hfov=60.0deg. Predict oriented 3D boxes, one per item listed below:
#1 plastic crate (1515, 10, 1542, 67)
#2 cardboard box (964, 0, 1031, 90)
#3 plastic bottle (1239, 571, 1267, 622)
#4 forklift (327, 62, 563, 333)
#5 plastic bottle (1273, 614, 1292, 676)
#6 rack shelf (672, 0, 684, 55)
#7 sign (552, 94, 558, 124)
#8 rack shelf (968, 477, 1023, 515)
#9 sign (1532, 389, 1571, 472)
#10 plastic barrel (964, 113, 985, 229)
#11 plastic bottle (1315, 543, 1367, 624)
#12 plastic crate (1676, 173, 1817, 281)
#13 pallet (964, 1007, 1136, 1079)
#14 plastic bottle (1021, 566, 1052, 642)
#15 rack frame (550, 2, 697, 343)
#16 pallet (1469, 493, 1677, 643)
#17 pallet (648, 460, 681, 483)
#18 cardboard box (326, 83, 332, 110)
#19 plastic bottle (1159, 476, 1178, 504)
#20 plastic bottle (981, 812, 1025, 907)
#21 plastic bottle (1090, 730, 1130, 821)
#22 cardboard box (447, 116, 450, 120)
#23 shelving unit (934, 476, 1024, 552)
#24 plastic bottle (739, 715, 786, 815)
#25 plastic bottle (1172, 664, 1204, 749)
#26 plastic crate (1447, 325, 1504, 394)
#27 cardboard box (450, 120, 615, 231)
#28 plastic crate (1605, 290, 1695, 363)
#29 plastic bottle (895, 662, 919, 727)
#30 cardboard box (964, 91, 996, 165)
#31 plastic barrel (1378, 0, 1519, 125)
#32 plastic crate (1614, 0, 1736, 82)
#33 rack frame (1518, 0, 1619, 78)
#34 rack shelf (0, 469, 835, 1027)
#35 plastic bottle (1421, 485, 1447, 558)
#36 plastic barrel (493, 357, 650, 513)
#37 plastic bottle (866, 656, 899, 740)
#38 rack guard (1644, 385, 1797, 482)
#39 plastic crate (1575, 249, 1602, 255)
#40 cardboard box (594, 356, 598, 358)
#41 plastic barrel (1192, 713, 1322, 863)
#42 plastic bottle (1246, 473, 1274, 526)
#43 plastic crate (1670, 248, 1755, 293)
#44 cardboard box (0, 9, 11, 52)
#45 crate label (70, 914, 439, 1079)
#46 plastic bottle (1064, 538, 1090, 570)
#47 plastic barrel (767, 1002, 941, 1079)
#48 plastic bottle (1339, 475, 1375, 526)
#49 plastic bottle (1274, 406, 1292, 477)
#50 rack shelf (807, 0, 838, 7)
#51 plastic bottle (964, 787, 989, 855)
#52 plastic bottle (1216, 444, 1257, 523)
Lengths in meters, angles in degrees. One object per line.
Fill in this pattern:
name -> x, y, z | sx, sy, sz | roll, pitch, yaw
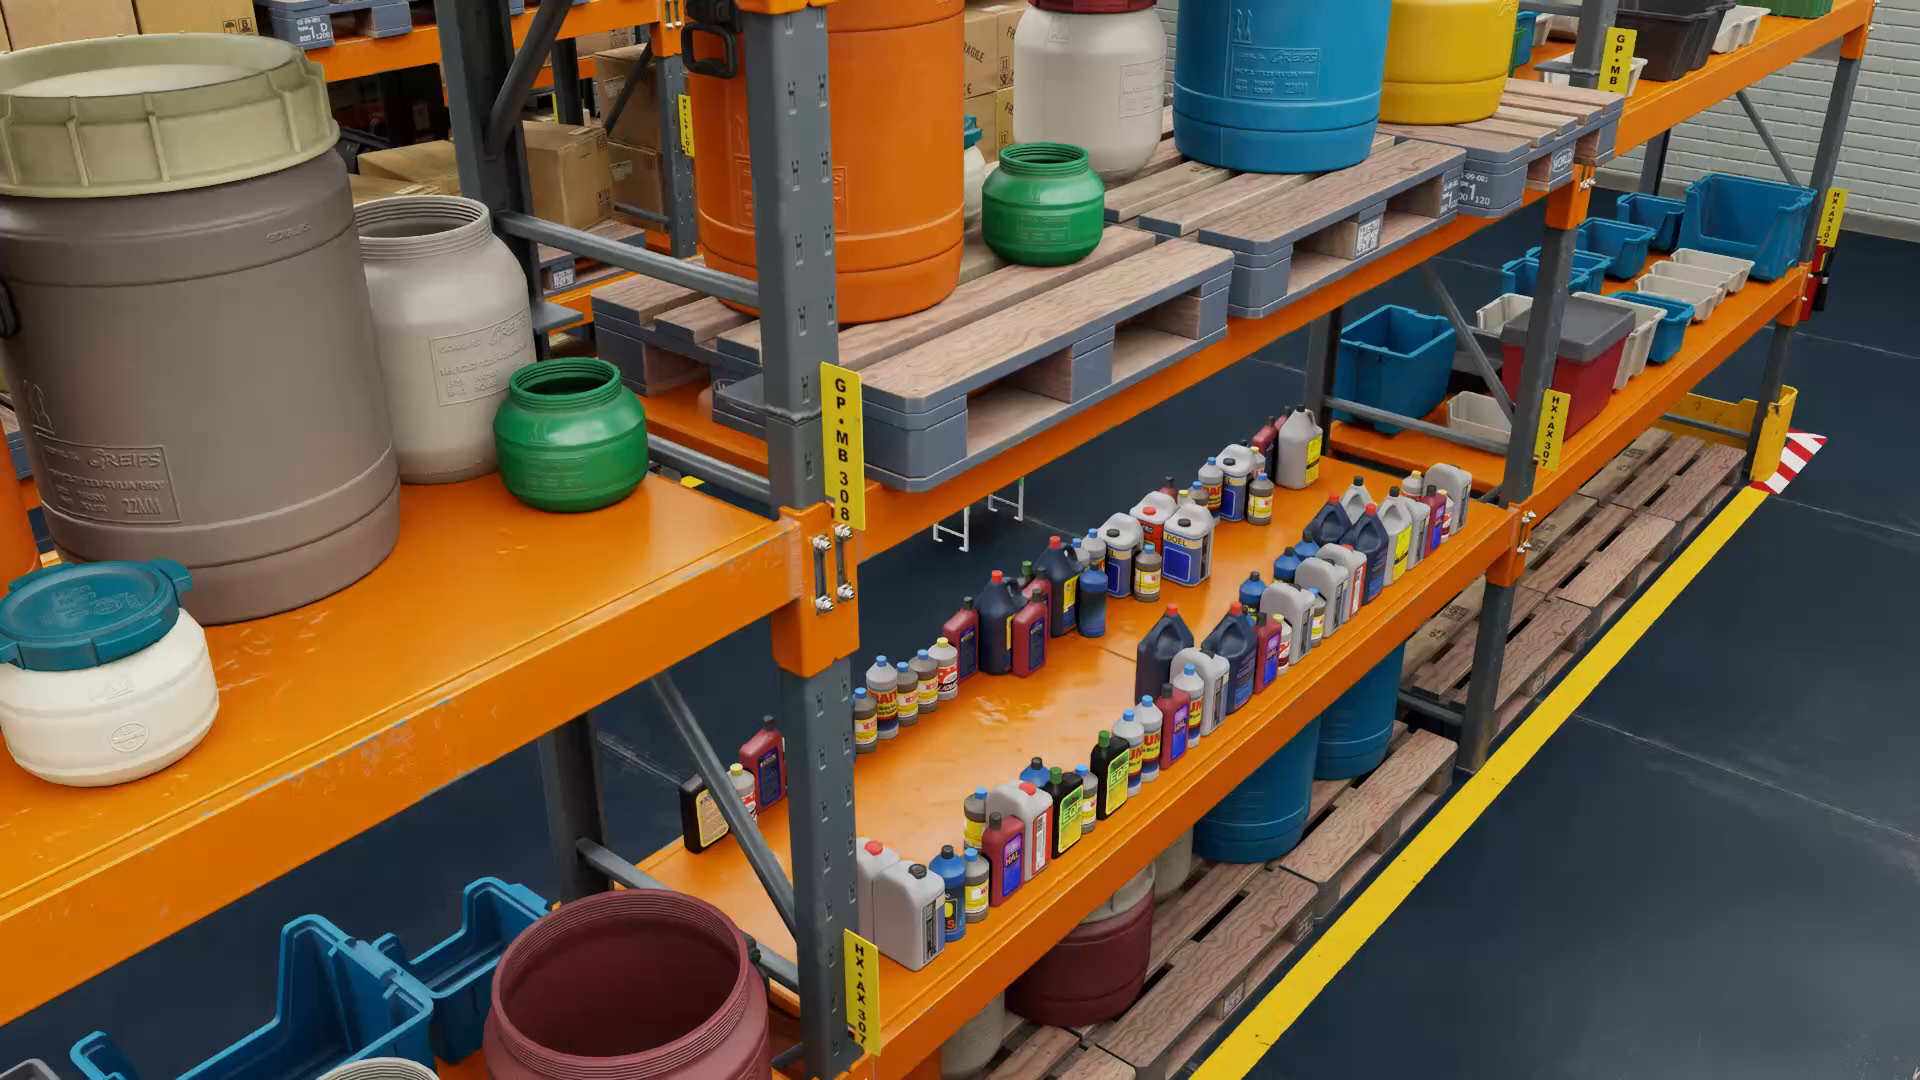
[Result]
plastic crate -> 2.225, -2.141, 7.042 | 0.416, 0.233, 0.300 | 21, 34, 34
cardboard box -> 0.225, -3.405, 11.371 | 0.500, 0.500, 0.500 | 22, 34, 36
plastic bottle -> 0.996, 0.233, 5.675 | 0.097, 0.271, 0.097 | 0, 27, 0
forklift -> -4.144, -2.453, 10.801 | 1.130, 2.935, 3.031 | 22, 35, 36
plastic bottle -> 1.052, 0.343, 5.539 | 0.097, 0.201, 0.097 | 0, 27, 0
rack shelf -> -0.656, -3.638, 10.536 | 1.077, 0.370, 4.000 | 21, 34, 34
sign -> -2.351, -2.456, 9.791 | 0.100, 0.325, 0.005 | 21, 34, 34
rack shelf -> 0.105, -0.322, 9.227 | 0.258, 0.148, 0.480 | 21, 34, 34
sign -> 2.315, -0.428, 6.512 | 0.100, 0.325, 0.005 | 21, 34, 34
plastic barrel -> -0.083, -0.929, 4.210 | 0.301, 0.262, 0.301 | 0, 27, 0
plastic bottle -> 1.338, 0.131, 5.868 | 0.152, 0.276, 0.135 | 21, 34, 34
plastic crate -> 4.367, -1.754, 9.273 | 0.616, 0.435, 0.499 | 21, 34, 34
pallet -> -0.183, 1.898, 5.351 | 1.003, 0.211, 1.213 | 21, 34, 34
plastic bottle -> 0.252, 0.235, 5.659 | 0.061, 0.283, 0.133 | 21, 34, 34
rack frame -> -1.928, -1.916, 9.689 | 1.000, 3.000, 0.127 | 21, 34, 34
pallet -> 3.106, 0.065, 8.895 | 1.003, 0.211, 1.213 | 21, 34, 34
pallet -> -2.416, -0.378, 9.751 | 1.003, 0.211, 1.213 | 21, 34, 34
cardboard box -> -5.395, -3.683, 12.779 | 0.980, 0.700, 0.700 | 21, 34, 35
plastic bottle -> 0.765, -0.095, 6.296 | 0.061, 0.283, 0.133 | 21, 34, 34
plastic bottle -> 0.117, 0.841, 4.487 | 0.061, 0.283, 0.133 | 21, 34, 34
plastic bottle -> 0.434, 0.664, 4.829 | 0.061, 0.283, 0.133 | 21, 34, 34
cardboard box -> -4.294, -3.612, 14.524 | 0.380, 0.149, 0.250 | 21, 34, 35
shelving unit -> 0.105, -0.592, 9.088 | 0.258, 1.200, 0.503 | 21, 34, 34
plastic bottle -> -0.577, 0.653, 4.850 | 0.061, 0.283, 0.133 | 21, 34, 34
plastic bottle -> 0.702, 0.507, 5.146 | 0.097, 0.271, 0.097 | 0, 27, 0
plastic crate -> 2.397, -0.847, 7.856 | 0.437, 0.125, 0.590 | 21, 34, 34
cardboard box -> -2.402, -2.044, 9.371 | 0.700, 0.500, 0.500 | 9, 29, 18
plastic crate -> 3.328, -1.034, 8.102 | 0.416, 0.233, 0.300 | 21, 34, 34
plastic bottle -> -0.180, 0.481, 5.271 | 0.097, 0.201, 0.097 | 0, 27, 0
cardboard box -> -0.107, -2.780, 11.250 | 0.500, 0.500, 0.500 | 21, 34, 35
plastic barrel -> 1.468, -1.686, 5.319 | 0.600, 0.588, 0.600 | 0, 27, 0
plastic crate -> 2.894, -2.101, 6.925 | 0.497, 0.269, 0.590 | 21, 34, 34
rack frame -> 1.892, -3.132, 5.510 | 1.000, 3.000, 0.127 | 21, 34, 34
rack shelf -> -1.924, 0.648, 2.252 | 1.077, 0.370, 4.000 | 21, 34, 34
plastic bottle -> 1.779, -0.086, 6.278 | 0.061, 0.283, 0.133 | 21, 34, 34
plastic barrel -> -0.770, -0.210, 3.295 | 0.294, 0.245, 0.294 | 0, 27, 0
plastic bottle -> -0.242, 0.485, 5.188 | 0.097, 0.271, 0.097 | 0, 27, 0
rack guard -> 4.442, -0.787, 10.228 | 1.175, 0.500, 0.348 | 21, 34, 34
plastic crate -> 3.326, -1.473, 9.055 | 0.250, 0.136, 0.298 | 21, 34, 34
cardboard box -> -2.020, -0.742, 9.662 | 0.500, 0.500, 0.500 | 21, 34, 34
plastic barrel -> 1.083, 0.717, 6.425 | 0.600, 0.901, 0.708 | 21, 34, 34
plastic bottle -> 1.179, -0.166, 6.523 | 0.097, 0.201, 0.097 | 0, 27, 0
plastic crate -> 4.057, -1.453, 9.015 | 0.396, 0.136, 0.243 | 21, 34, 34
cardboard box -> -4.220, -2.039, 6.553 | 0.910, 0.500, 0.500 | 21, 34, 34
crate label -> -1.493, 1.209, 3.610 | 0.502, 0.435, 0.616 | 21, 34, 34
plastic bottle -> 0.410, 0.121, 5.891 | 0.097, 0.271, 0.097 | 0, 27, 0
plastic barrel -> -0.354, 1.550, 4.894 | 0.600, 0.830, 0.708 | 21, 34, 34
plastic bottle -> 1.449, -0.066, 6.166 | 0.144, 0.351, 0.185 | 21, 34, 34
plastic bottle -> 1.330, -0.410, 6.905 | 0.061, 0.283, 0.133 | 21, 34, 34
rack shelf -> 0.620, -1.925, 4.396 | 1.077, 0.370, 4.000 | 21, 34, 34
plastic bottle -> 0.059, 0.787, 4.681 | 0.097, 0.201, 0.097 | 0, 27, 0
plastic bottle -> 1.071, -0.229, 6.564 | 0.152, 0.276, 0.135 | 21, 34, 34
